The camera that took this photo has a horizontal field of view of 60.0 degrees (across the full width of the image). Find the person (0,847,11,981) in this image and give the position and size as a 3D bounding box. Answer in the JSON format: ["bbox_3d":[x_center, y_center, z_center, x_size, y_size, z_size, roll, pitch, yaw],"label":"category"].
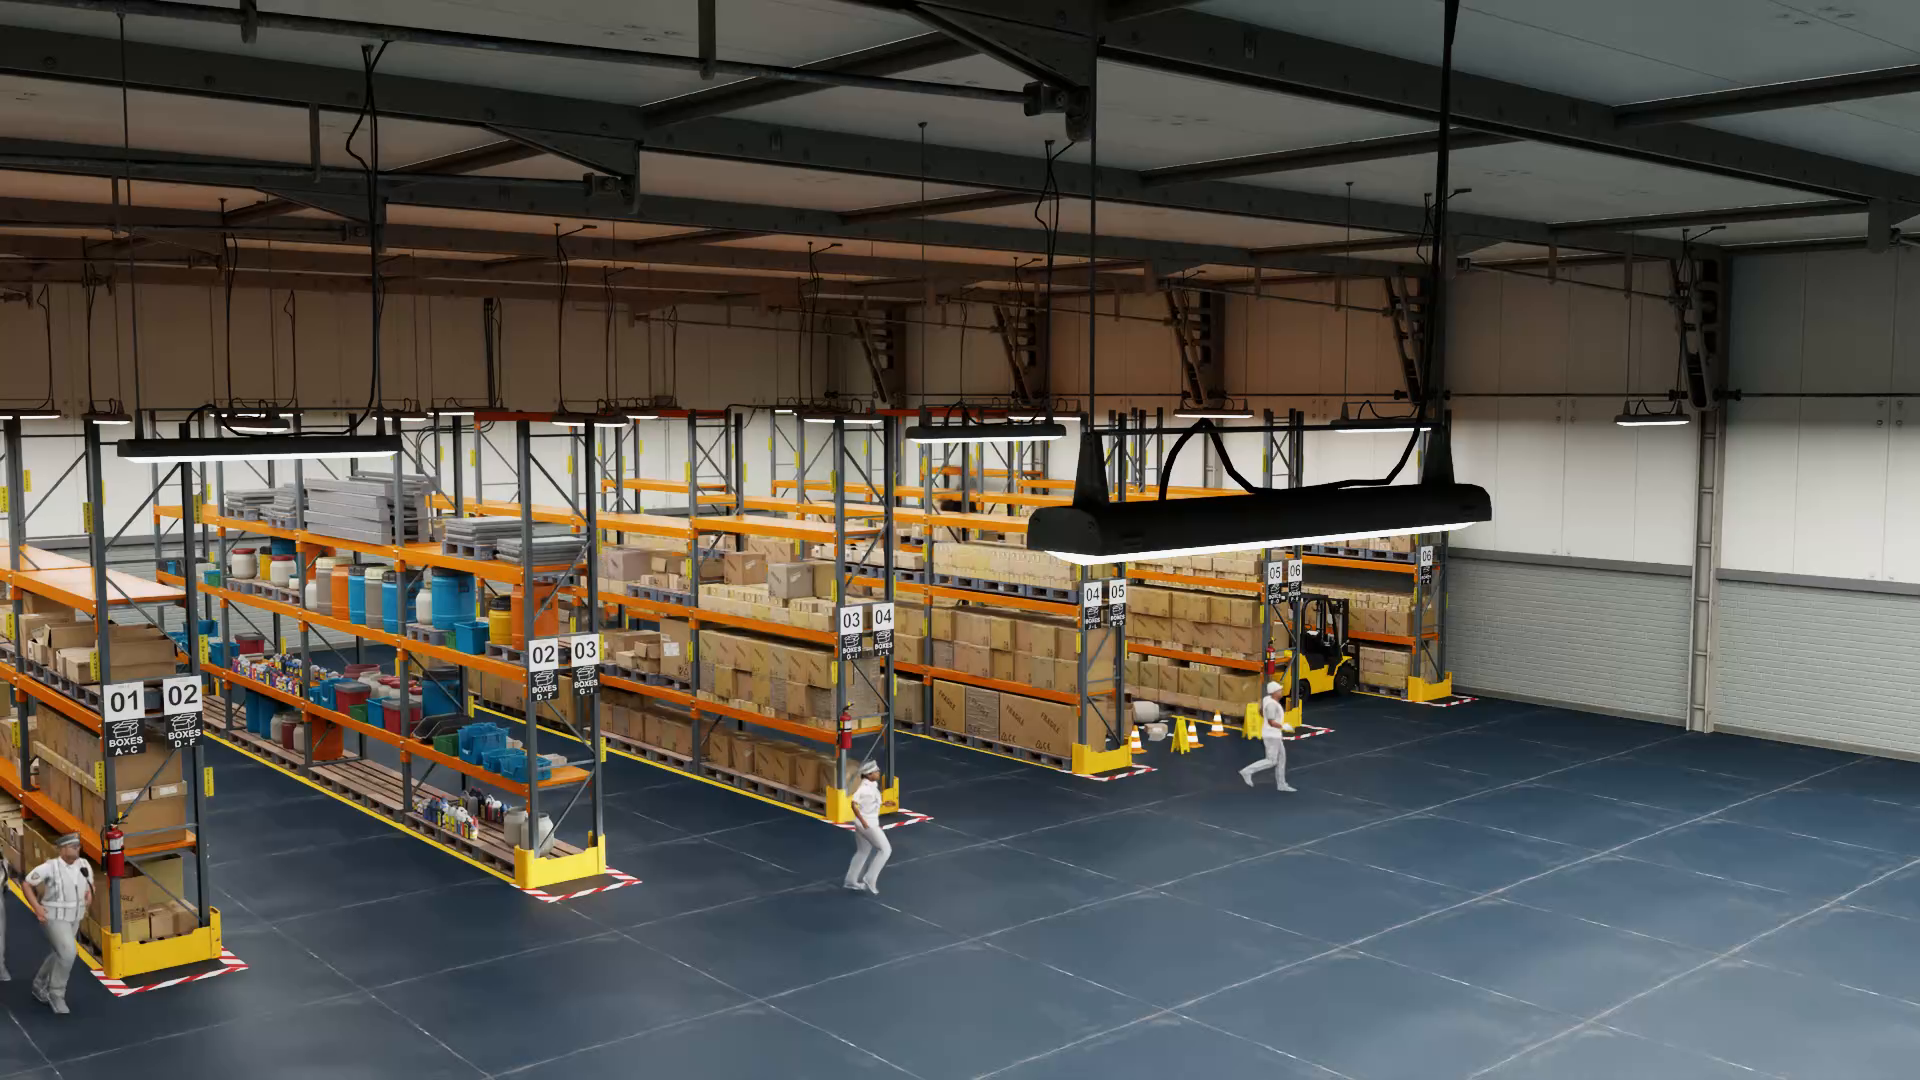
[{"bbox_3d":[-10.608,3.894,18.097,0.901,1.693,0.616,4,6,38],"label":"person"}]

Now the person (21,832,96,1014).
[{"bbox_3d":[-9.325,3.958,17.312,0.696,1.818,0.680,1,5,16],"label":"person"}]

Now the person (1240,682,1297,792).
[{"bbox_3d":[4.915,3.132,26.466,0.911,1.779,0.691,1,5,7],"label":"person"}]

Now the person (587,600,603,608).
[{"bbox_3d":[-8.930,1.914,41.025,0.897,1.690,0.630,-4,6,-38],"label":"person"}]

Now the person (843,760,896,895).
[{"bbox_3d":[-1.146,3.650,21.151,0.693,1.723,0.548,-1,5,-10],"label":"person"}]
